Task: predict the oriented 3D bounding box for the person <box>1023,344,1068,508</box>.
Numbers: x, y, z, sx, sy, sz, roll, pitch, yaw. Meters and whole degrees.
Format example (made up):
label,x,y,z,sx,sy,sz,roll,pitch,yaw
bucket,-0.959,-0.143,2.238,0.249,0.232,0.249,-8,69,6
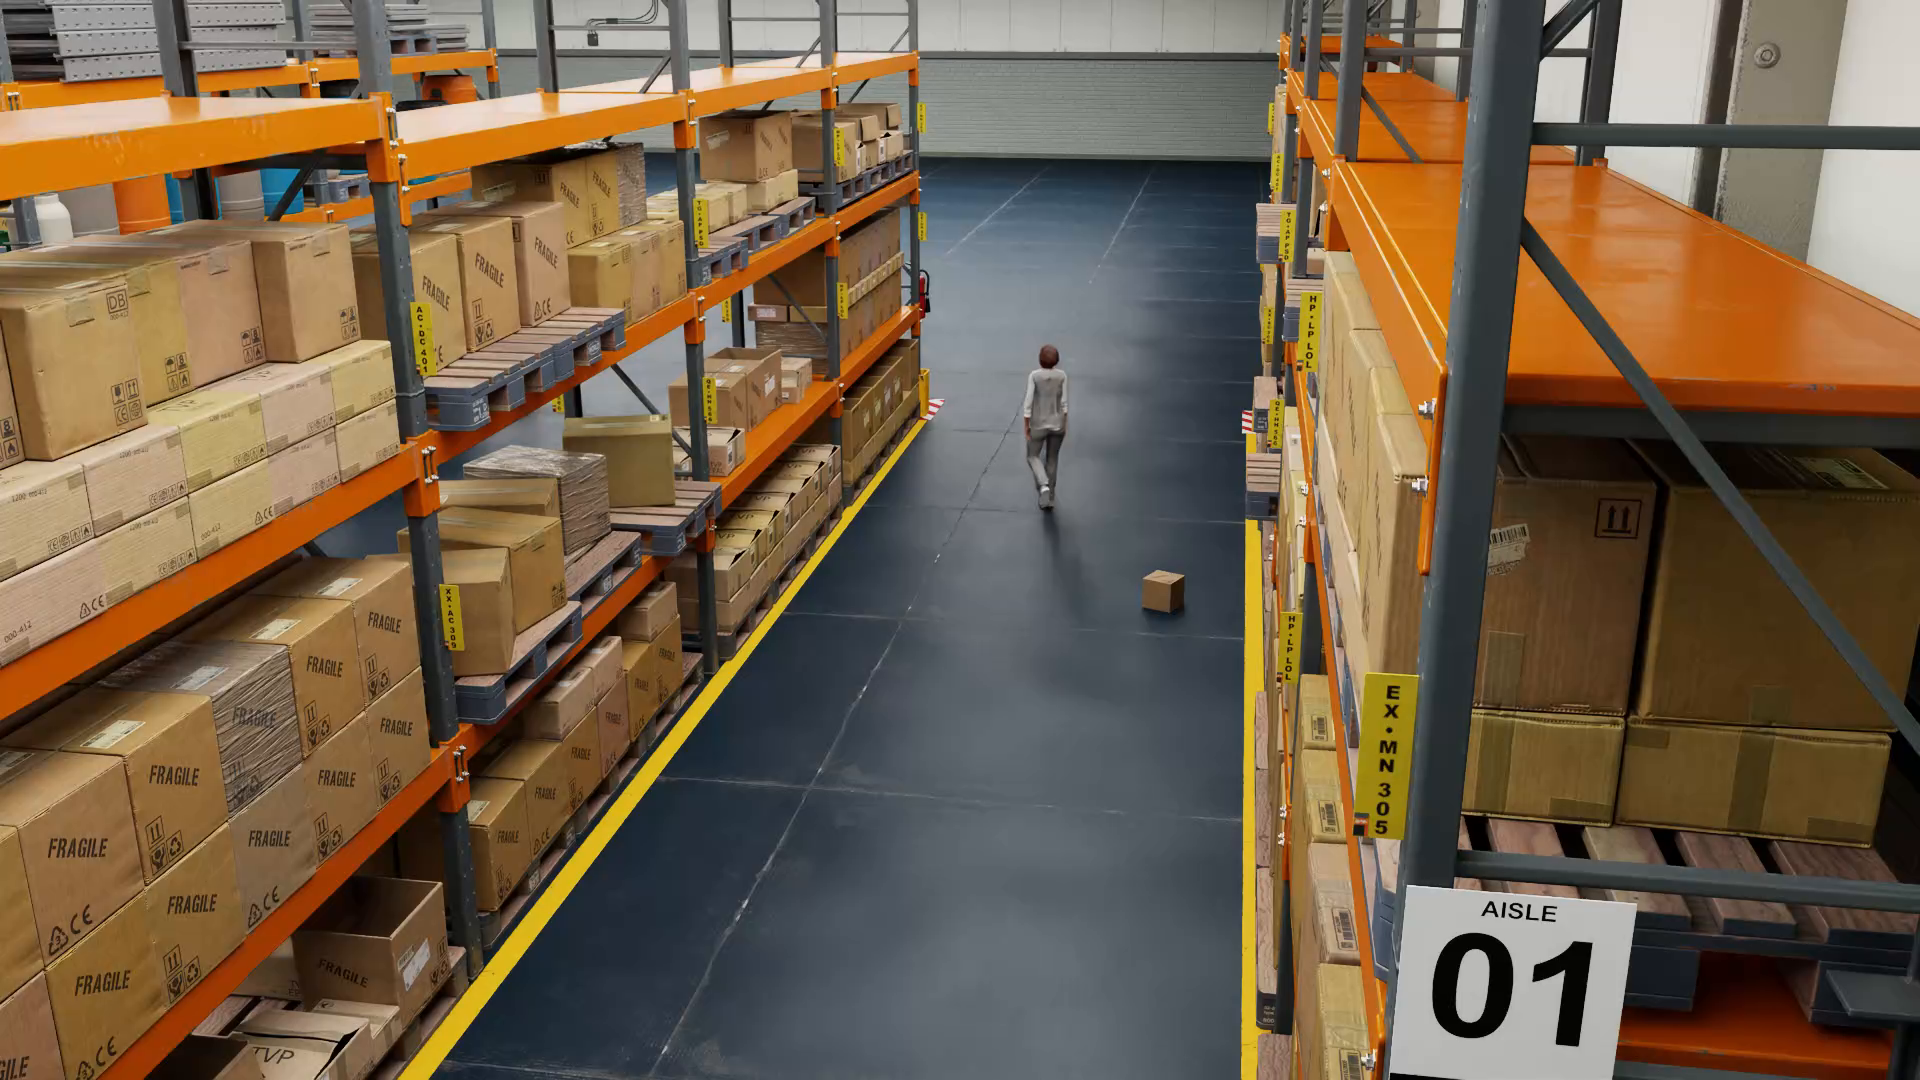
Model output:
label,x,y,z,sx,sy,sz,roll,pitch,yaw
person,0.811,-1.056,15.716,0.431,1.586,0.553,-3,18,-8
